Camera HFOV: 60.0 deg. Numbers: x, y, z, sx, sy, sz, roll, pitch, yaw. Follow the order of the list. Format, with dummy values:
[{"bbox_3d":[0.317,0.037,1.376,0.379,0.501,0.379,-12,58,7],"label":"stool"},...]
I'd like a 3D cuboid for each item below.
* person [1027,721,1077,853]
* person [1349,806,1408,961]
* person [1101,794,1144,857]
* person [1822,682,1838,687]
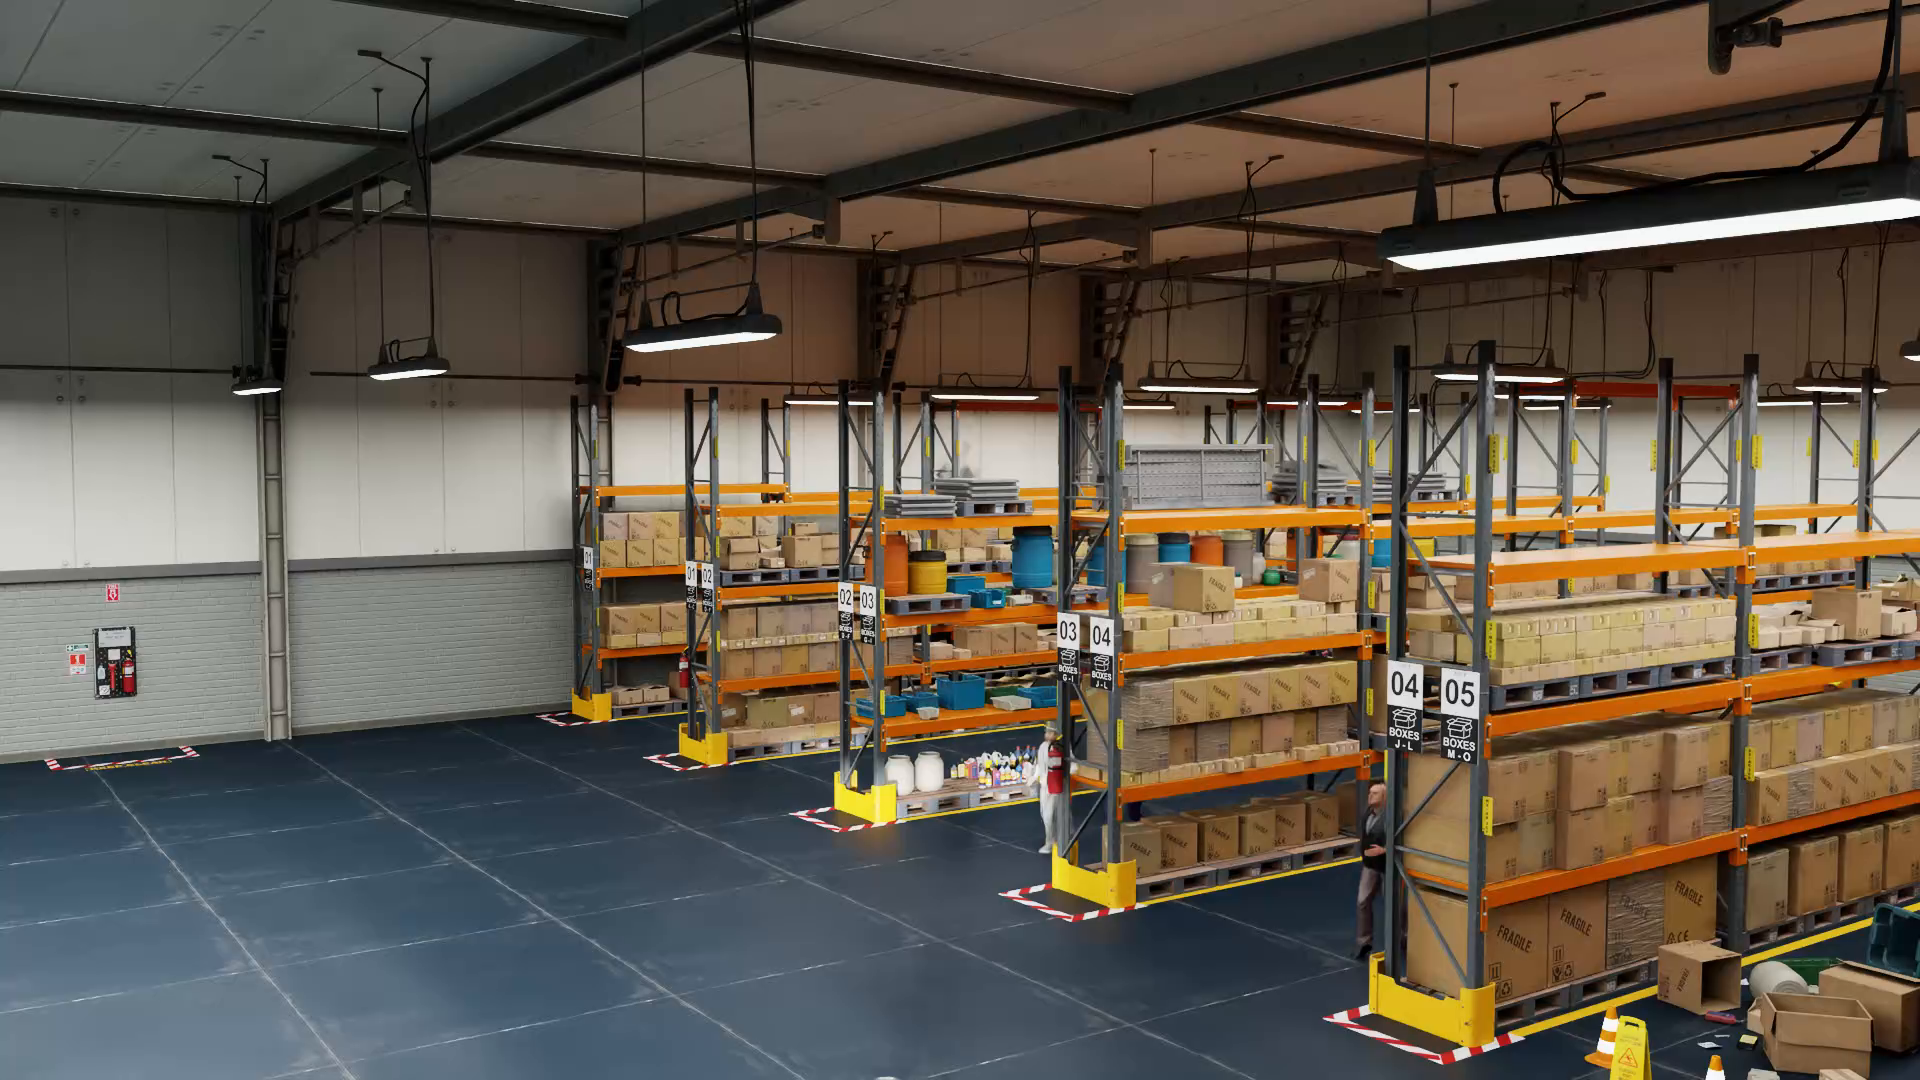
[{"bbox_3d":[0.865,1.851,28.645,11.565,3.180,11.627,3,5,42],"label":"person"},{"bbox_3d":[4.254,3.419,16.610,0.777,1.548,0.447,-2,4,-33],"label":"person"},{"bbox_3d":[4.405,3.363,16.437,9.564,1.720,4.647,3,4,38],"label":"person"},{"bbox_3d":[12.674,2.843,24.260,0.422,1.720,0.678,-3,5,-41],"label":"person"}]
